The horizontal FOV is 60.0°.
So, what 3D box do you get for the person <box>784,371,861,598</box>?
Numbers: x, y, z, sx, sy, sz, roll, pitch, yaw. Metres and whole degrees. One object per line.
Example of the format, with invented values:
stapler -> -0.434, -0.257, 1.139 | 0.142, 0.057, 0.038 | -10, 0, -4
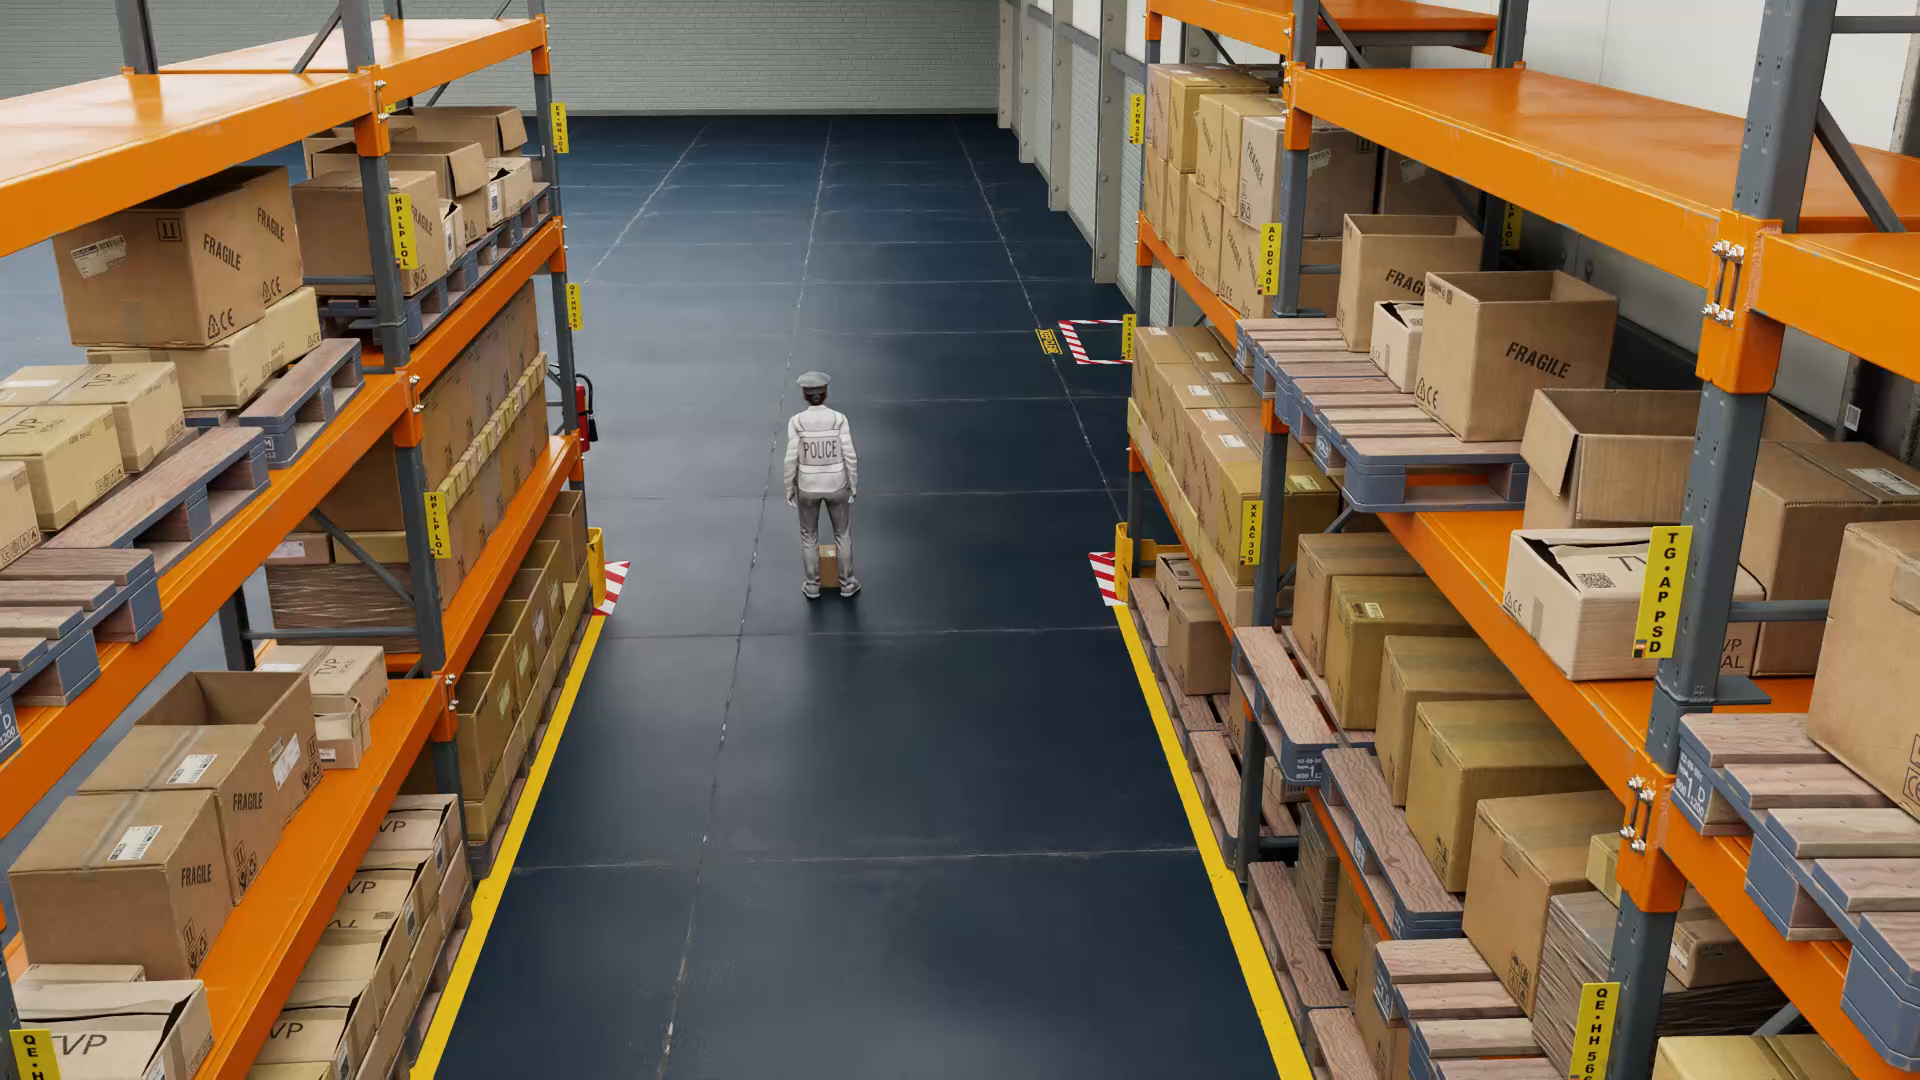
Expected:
person -> -1.006, -0.378, 12.082 | 0.543, 1.662, 0.376 | -2, 21, -6
